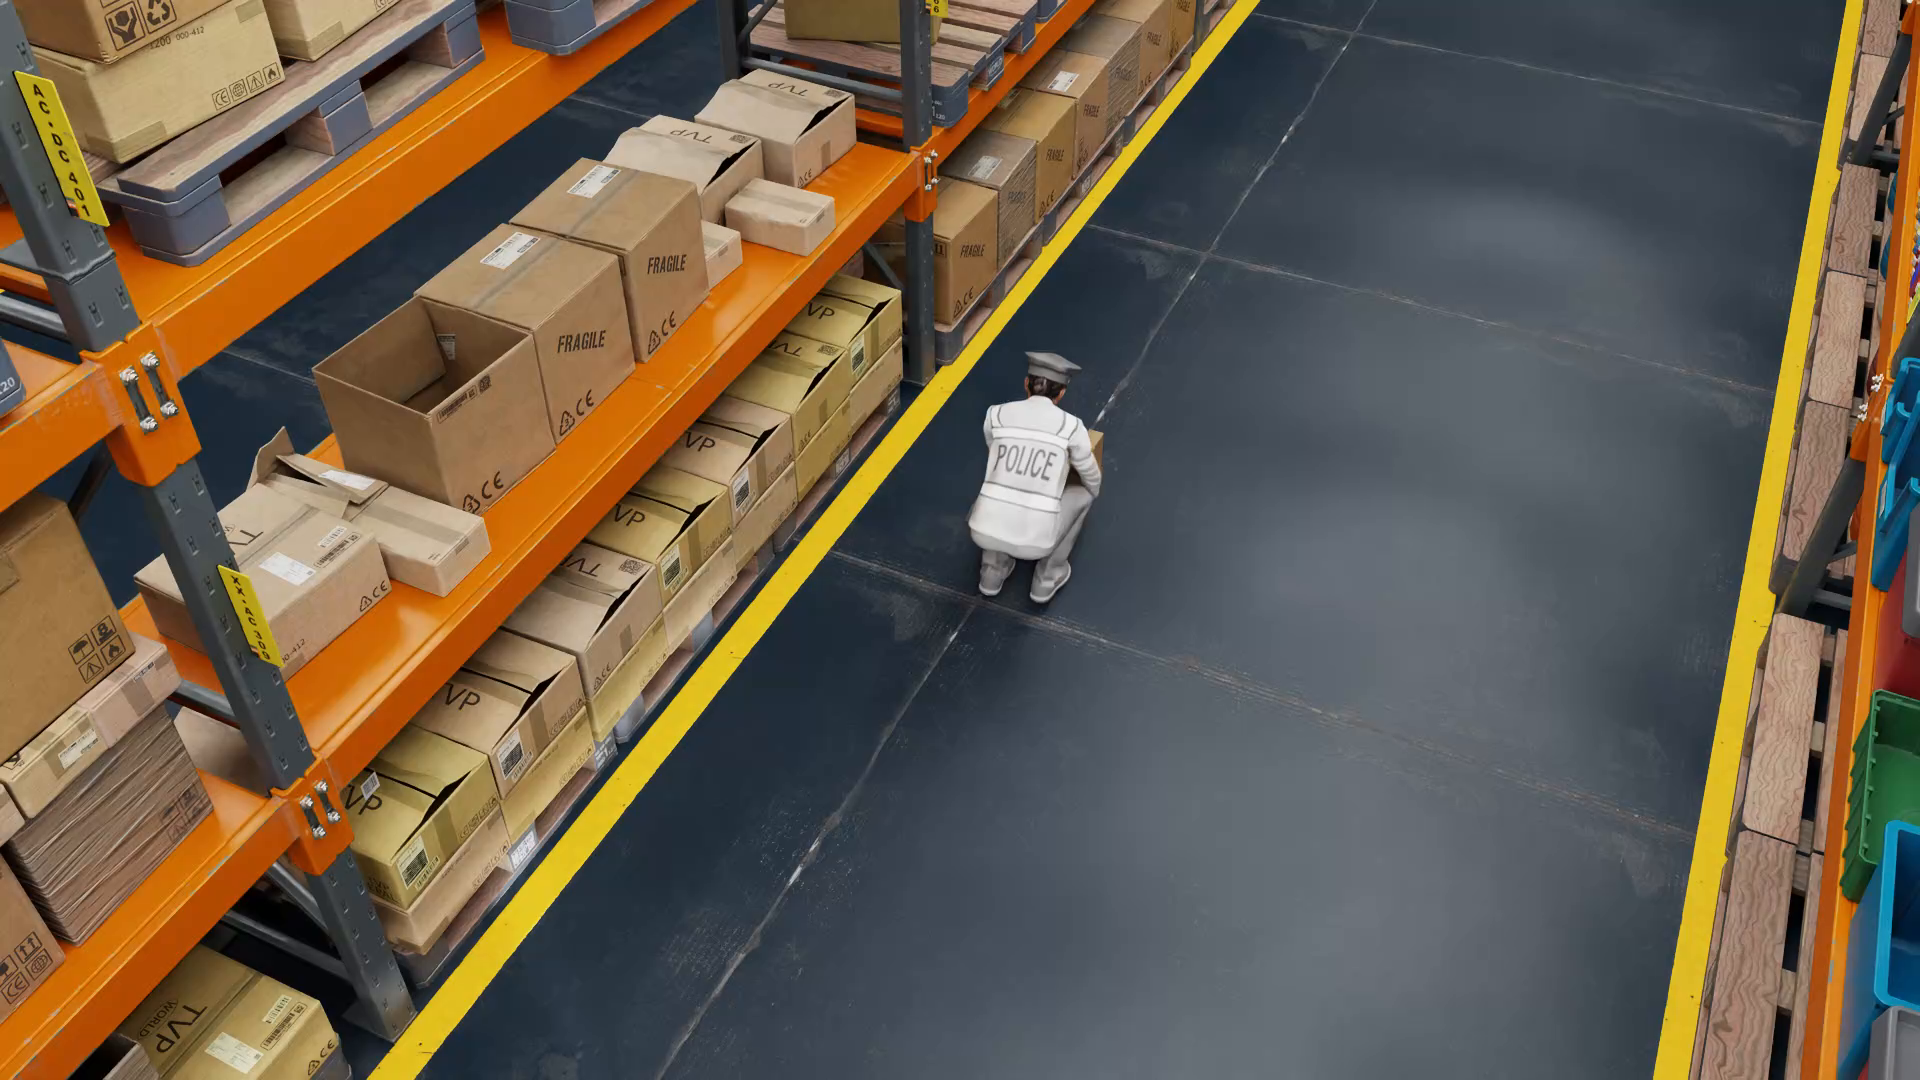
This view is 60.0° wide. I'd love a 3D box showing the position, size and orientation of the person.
[{"bbox_3d":[0.296,-0.241,6.945,0.491,0.975,0.817,17,45,18],"label":"person"}]
